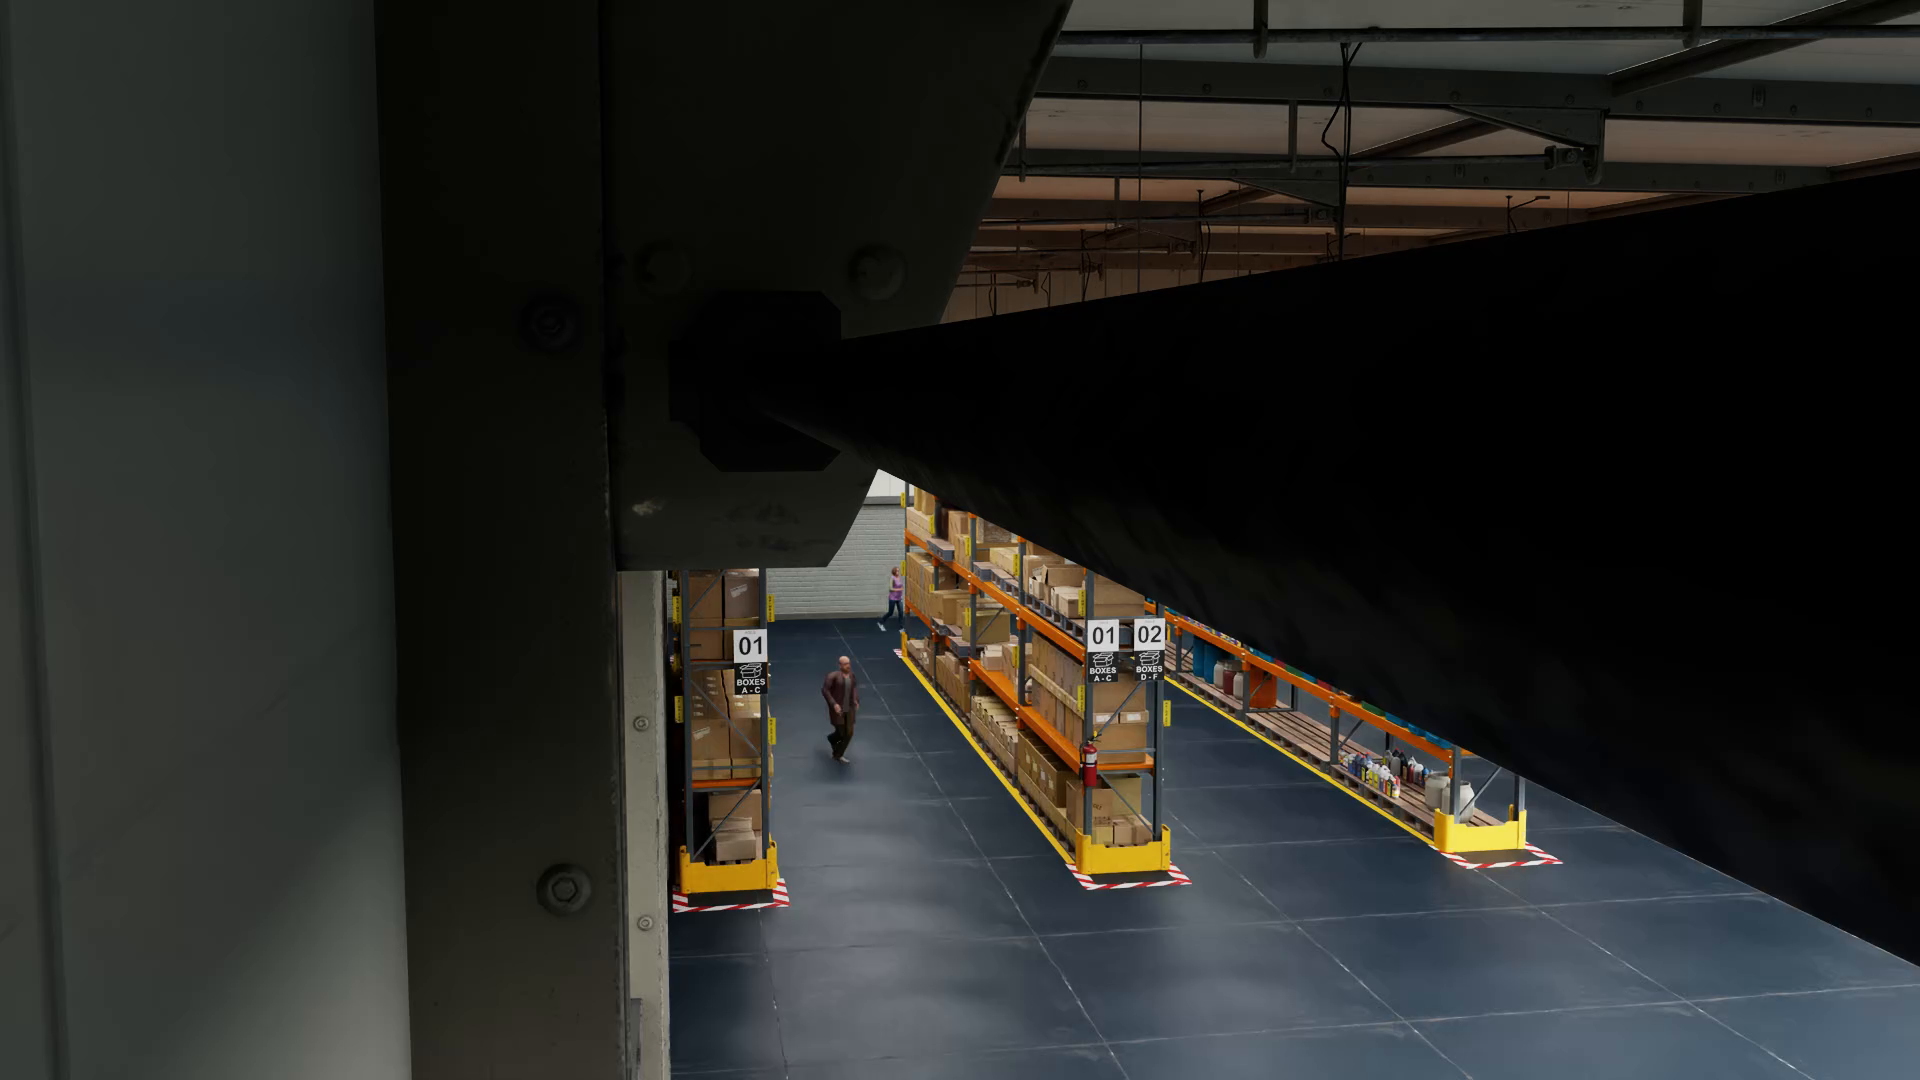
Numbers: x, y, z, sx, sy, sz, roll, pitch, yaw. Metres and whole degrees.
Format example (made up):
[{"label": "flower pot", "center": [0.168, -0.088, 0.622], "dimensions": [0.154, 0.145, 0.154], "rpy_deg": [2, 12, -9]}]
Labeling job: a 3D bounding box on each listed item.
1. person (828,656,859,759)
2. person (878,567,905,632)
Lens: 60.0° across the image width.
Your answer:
[{"label": "person", "center": [-1.942, 2.674, 26.748], "dimensions": [0.659, 1.657, 0.564], "rpy_deg": [-4, 7, -34]}, {"label": "person", "center": [-1.564, 1.418, 39.426], "dimensions": [0.888, 1.592, 0.558], "rpy_deg": [4, 7, 34]}]
